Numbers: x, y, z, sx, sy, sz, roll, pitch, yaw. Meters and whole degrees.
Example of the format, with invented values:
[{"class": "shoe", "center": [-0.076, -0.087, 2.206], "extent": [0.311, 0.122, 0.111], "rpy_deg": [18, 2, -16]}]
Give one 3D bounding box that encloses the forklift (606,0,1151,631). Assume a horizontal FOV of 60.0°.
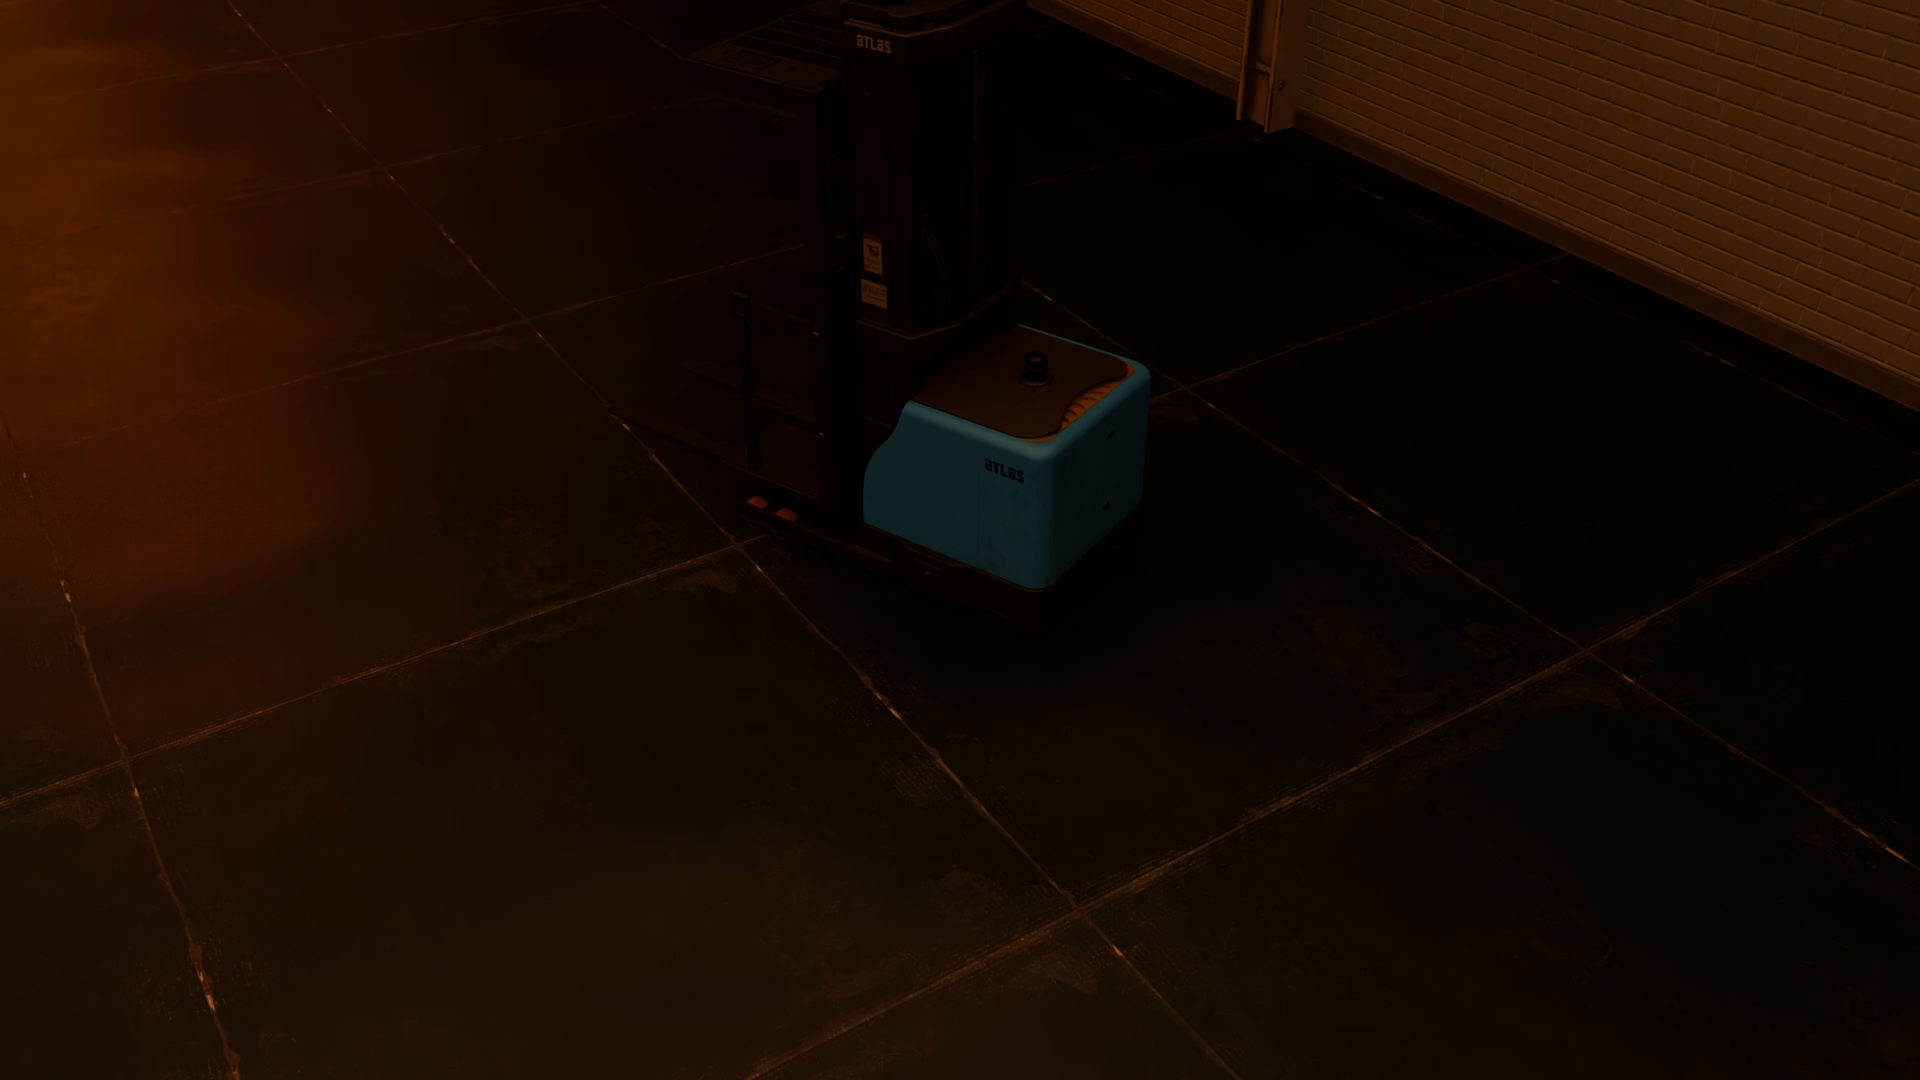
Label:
[{"class": "forklift", "center": [-0.561, -1.423, 8.173], "extent": [3.031, 2.935, 1.130], "rpy_deg": [22, 41, 28]}]
